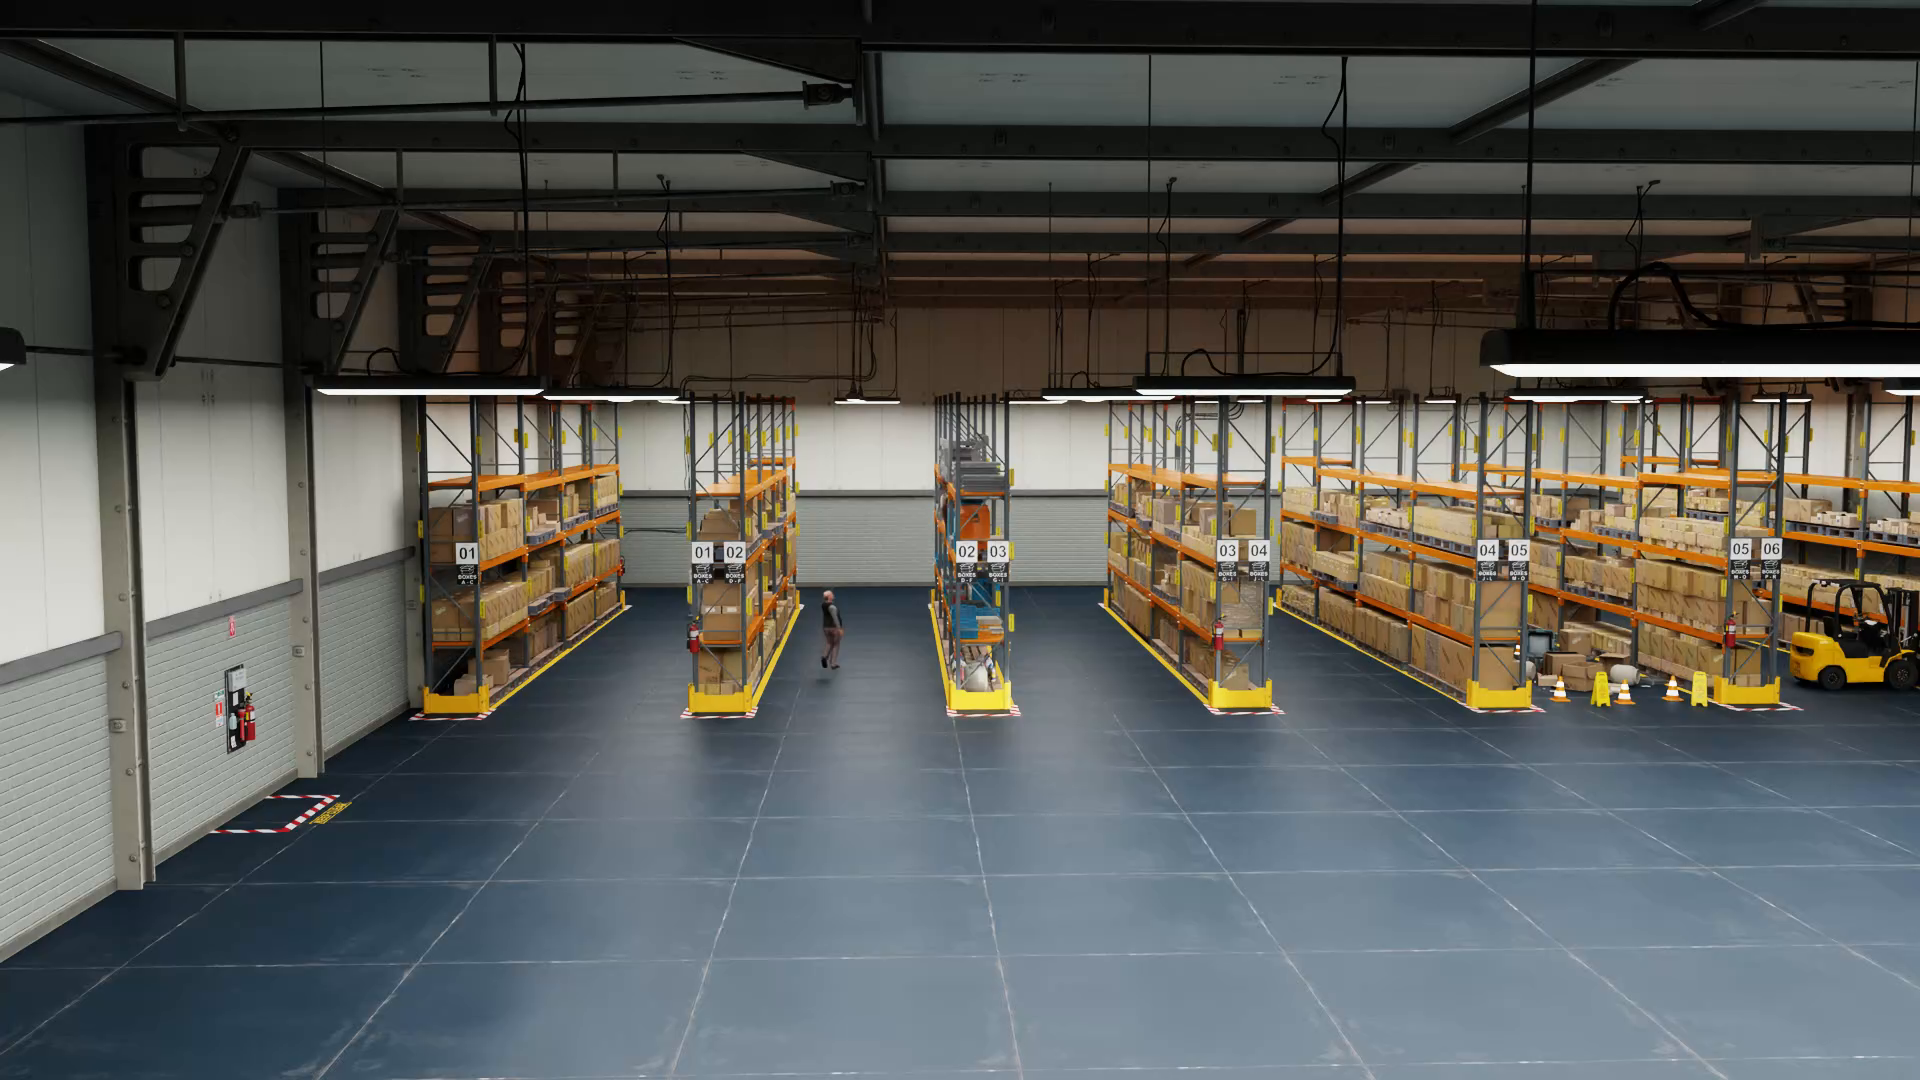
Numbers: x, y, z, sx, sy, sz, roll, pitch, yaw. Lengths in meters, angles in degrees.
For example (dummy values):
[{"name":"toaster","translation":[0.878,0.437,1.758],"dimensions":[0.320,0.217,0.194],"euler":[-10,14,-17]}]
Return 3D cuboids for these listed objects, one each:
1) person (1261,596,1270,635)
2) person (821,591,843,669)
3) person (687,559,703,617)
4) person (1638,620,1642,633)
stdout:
[{"name":"person","translation":[7.232,1.661,40.251],"dimensions":[0.507,1.655,0.708],"euler":[0,5,-6]},{"name":"person","translation":[-2.784,1.951,36.090],"dimensions":[0.549,1.702,0.481],"euler":[3,6,34]},{"name":"person","translation":[-7.256,1.279,45.502],"dimensions":[0.413,1.719,0.550],"euler":[-3,5,-32]},{"name":"person","translation":[16.837,1.531,41.309],"dimensions":[0.440,1.788,0.619],"euler":[2,5,23]}]
